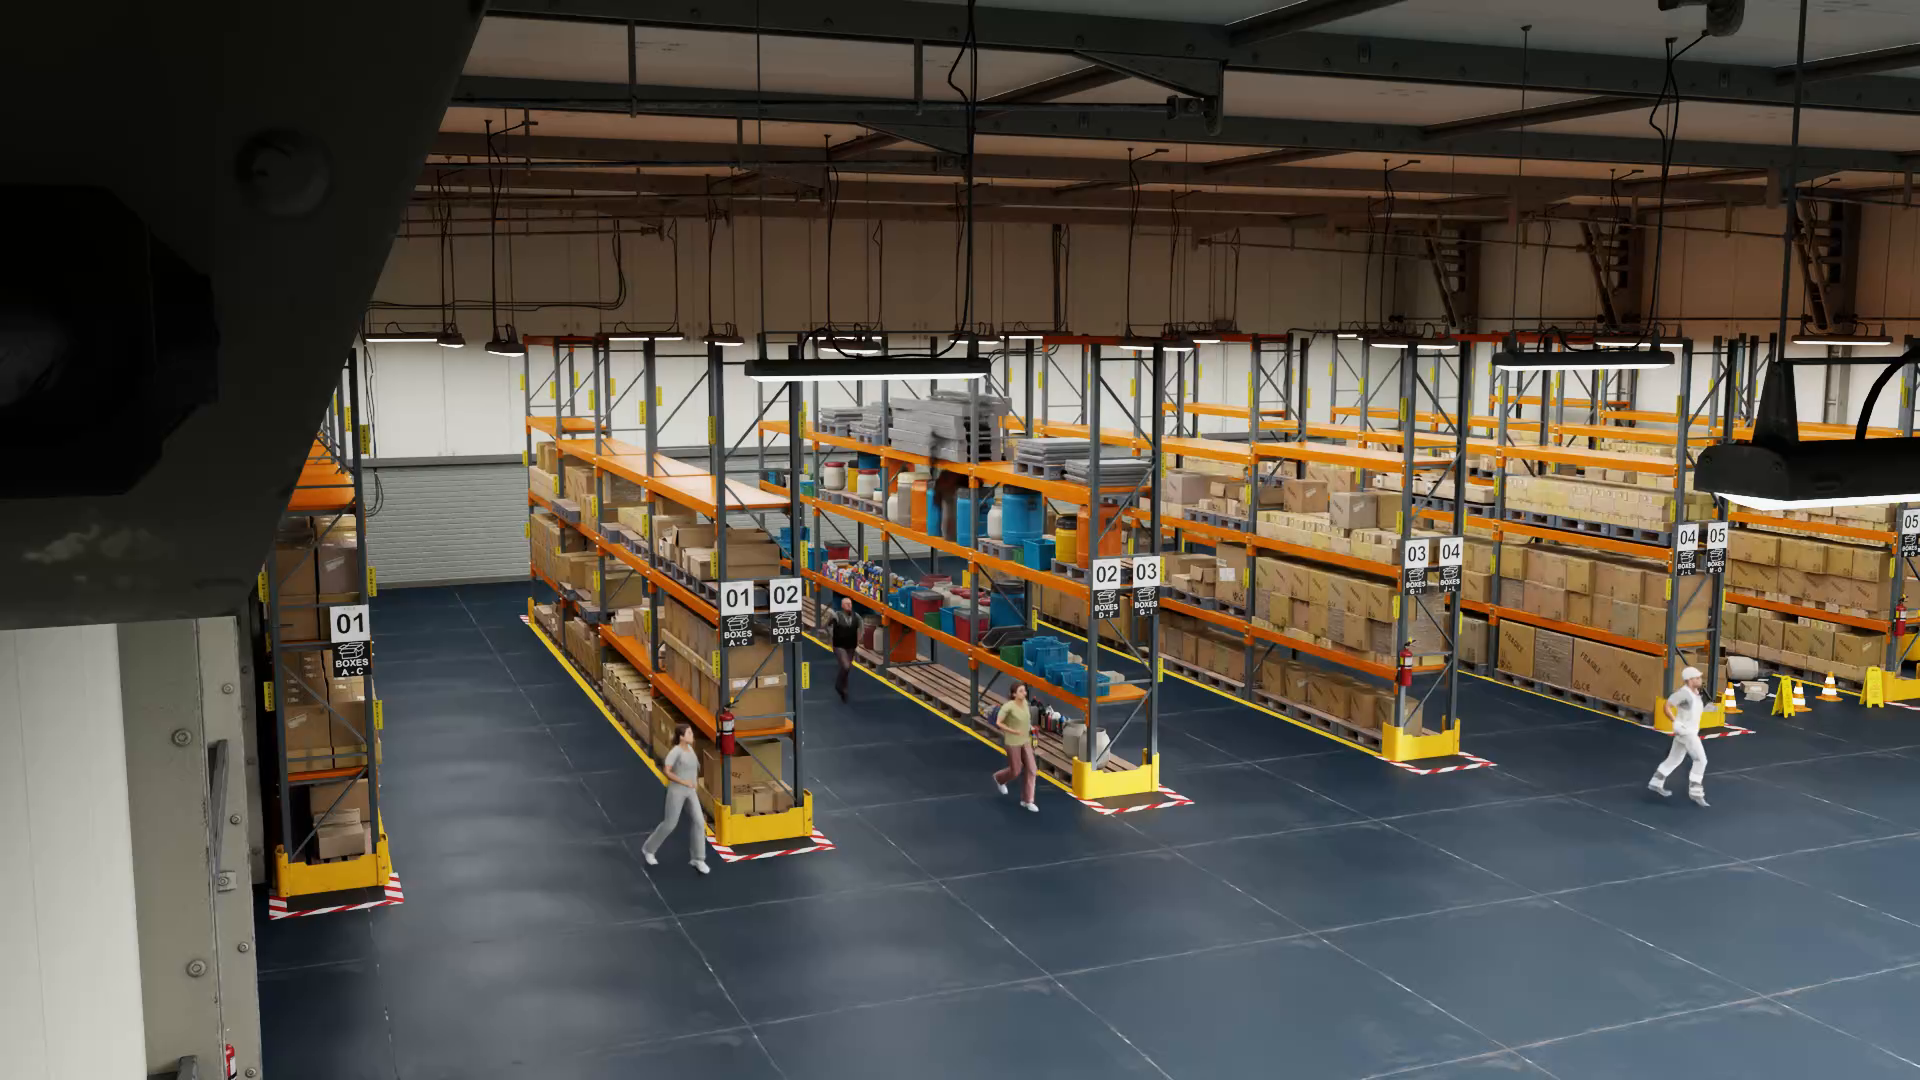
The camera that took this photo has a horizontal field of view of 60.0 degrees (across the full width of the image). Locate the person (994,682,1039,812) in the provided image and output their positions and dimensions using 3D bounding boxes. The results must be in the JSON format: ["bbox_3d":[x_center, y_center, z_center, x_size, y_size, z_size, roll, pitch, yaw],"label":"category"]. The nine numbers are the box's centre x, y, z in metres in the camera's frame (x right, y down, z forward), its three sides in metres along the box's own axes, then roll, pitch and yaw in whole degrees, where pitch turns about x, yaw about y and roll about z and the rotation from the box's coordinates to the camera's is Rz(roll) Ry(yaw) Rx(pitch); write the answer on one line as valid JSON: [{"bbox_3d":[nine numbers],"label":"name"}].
[{"bbox_3d":[0.725,2.655,21.654,0.617,1.668,0.834,-5,9,-36],"label":"person"}]

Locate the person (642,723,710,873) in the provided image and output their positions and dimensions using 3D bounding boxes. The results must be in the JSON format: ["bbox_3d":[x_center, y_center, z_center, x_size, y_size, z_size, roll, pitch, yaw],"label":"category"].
[{"bbox_3d":[-3.201,2.952,19.266,0.913,1.665,0.647,4,9,29],"label":"person"}]

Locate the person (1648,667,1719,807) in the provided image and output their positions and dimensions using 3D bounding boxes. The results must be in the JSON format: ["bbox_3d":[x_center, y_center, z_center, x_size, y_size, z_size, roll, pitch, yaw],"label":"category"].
[{"bbox_3d":[9.501,2.563,21.824,0.798,1.851,0.618,4,8,25],"label":"person"}]

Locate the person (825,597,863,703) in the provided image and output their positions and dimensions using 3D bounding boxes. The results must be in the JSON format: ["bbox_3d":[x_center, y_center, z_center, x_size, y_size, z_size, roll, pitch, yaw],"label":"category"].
[{"bbox_3d":[-1.904,1.818,27.698,0.574,1.760,0.847,-5,9,-33],"label":"person"}]
